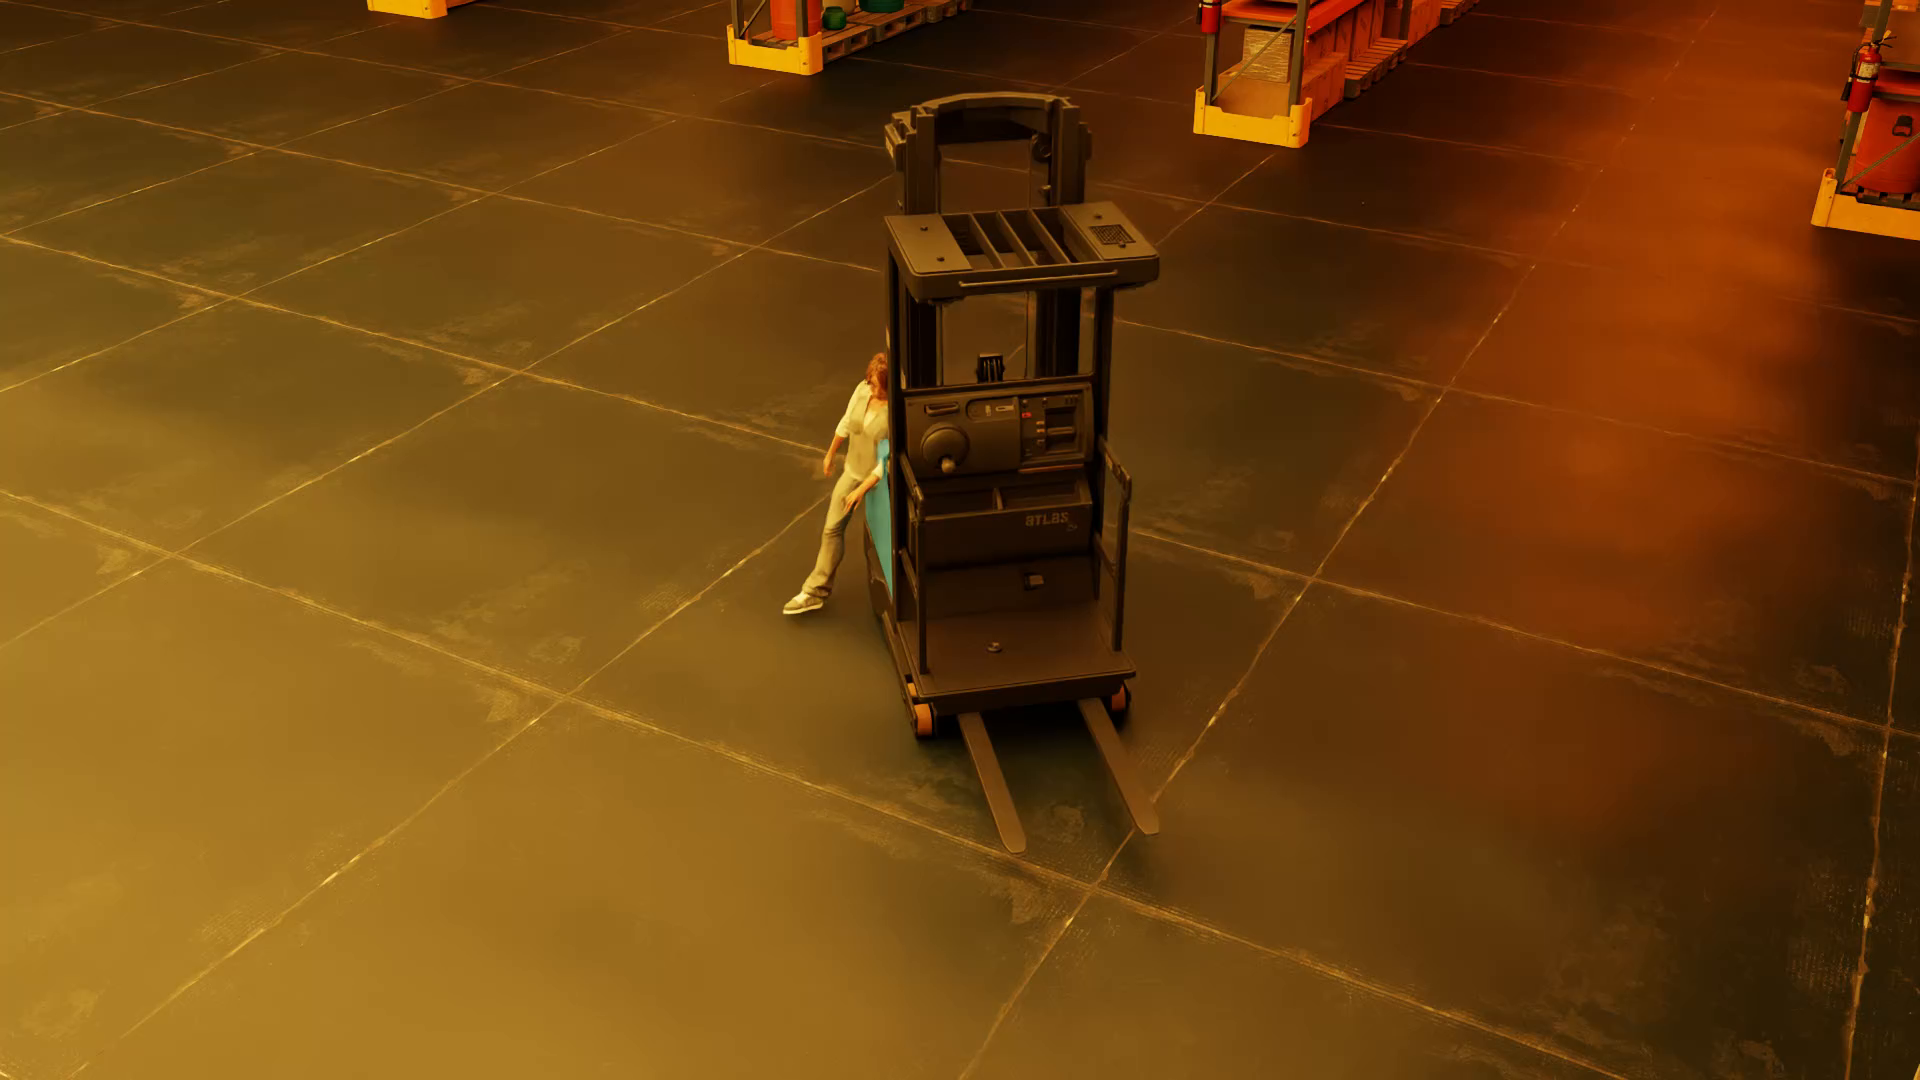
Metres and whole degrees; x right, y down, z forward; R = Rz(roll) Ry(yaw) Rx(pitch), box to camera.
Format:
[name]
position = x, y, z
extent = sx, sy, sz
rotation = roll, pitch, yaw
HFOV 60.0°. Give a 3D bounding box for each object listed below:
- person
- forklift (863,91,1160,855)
[person]
position = -0.520, -0.297, 8.959
extent = 0.683, 1.488, 0.805
rotation = 17, 34, 26
[forklift]
position = 0.244, -0.492, 7.923
extent = 1.130, 2.935, 3.031
rotation = -6, 31, -10
